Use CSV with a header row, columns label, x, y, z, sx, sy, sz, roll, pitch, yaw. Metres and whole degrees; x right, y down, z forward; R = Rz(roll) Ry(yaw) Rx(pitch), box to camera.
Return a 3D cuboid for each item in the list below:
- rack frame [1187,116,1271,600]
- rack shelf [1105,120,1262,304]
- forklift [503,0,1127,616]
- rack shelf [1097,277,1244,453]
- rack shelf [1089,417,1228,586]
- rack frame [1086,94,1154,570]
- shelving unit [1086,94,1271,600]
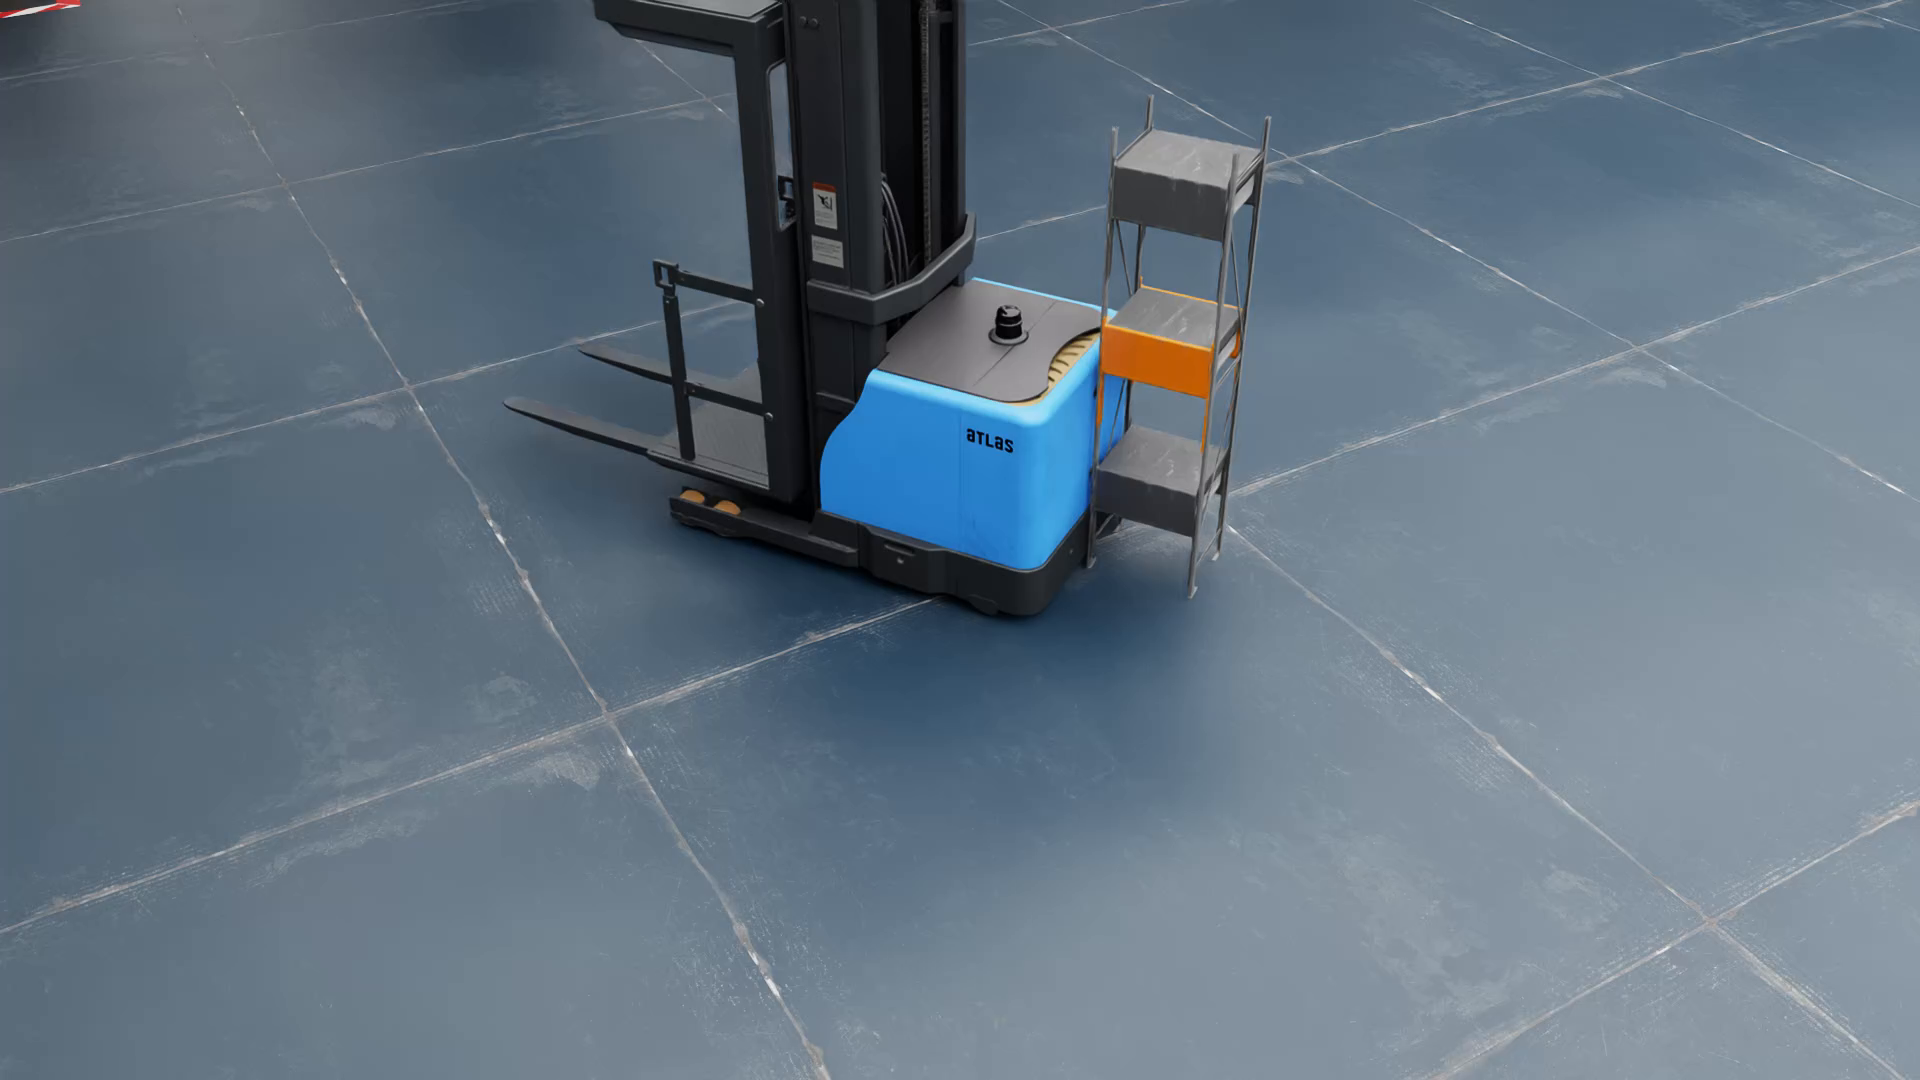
label,x,y,z,sx,sy,sz,roll,pitch,yaw
rack frame,1.108,-0.687,6.911,0.015,2.100,0.400,17,39,22
rack shelf,0.890,-1.307,6.595,0.480,0.518,0.431,17,39,22
forklift,-0.789,-1.457,7.260,3.031,2.935,1.130,17,39,22
rack shelf,0.890,-0.742,7.008,0.480,0.518,0.431,17,39,22
rack shelf,0.890,-0.176,7.421,0.480,0.518,0.431,17,39,22
rack frame,0.673,-0.818,7.090,0.015,2.100,0.400,17,39,22
shelving unit,0.890,-0.753,7.000,0.503,2.100,0.431,17,39,22
